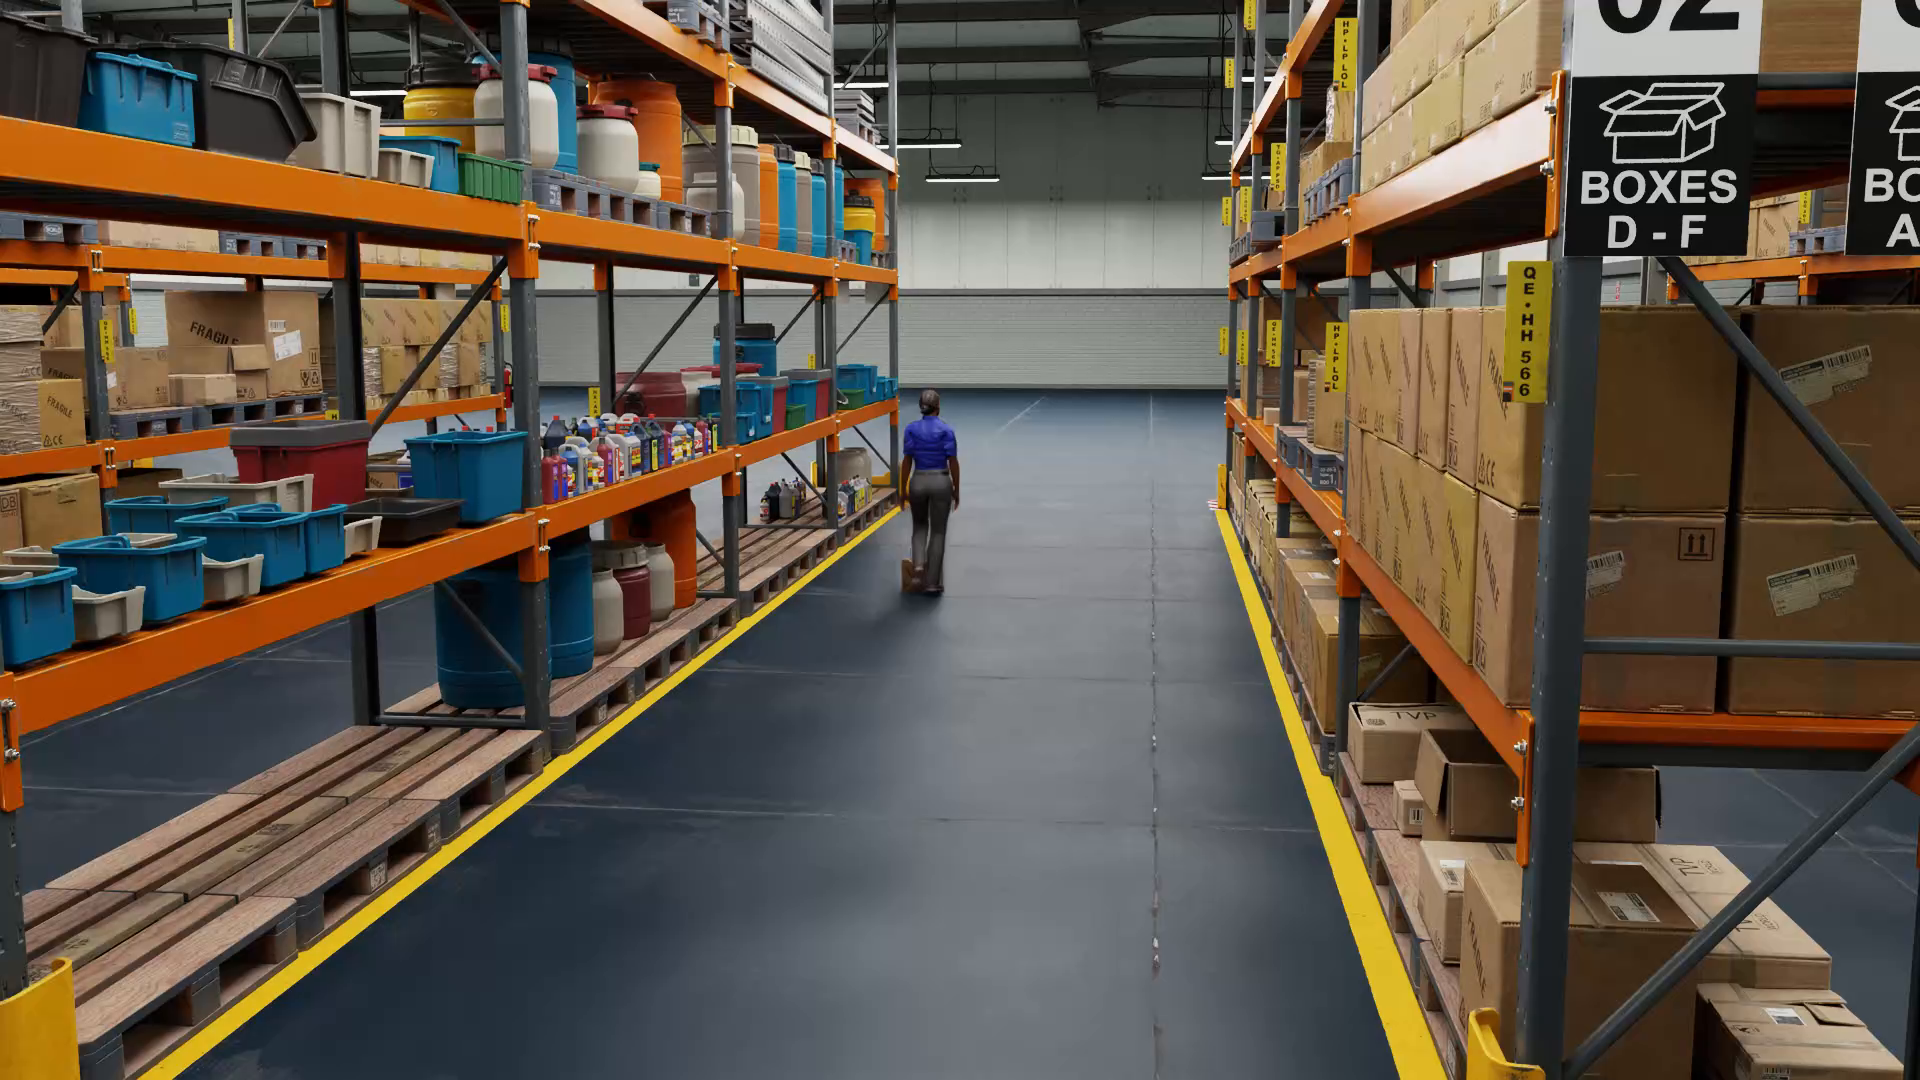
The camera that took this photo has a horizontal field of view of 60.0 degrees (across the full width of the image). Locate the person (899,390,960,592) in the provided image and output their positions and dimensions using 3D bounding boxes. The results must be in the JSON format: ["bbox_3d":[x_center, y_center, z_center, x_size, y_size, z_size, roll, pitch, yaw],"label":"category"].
[{"bbox_3d":[-0.233,-0.388,13.613,0.486,1.685,0.469,2,8,16],"label":"person"}]
